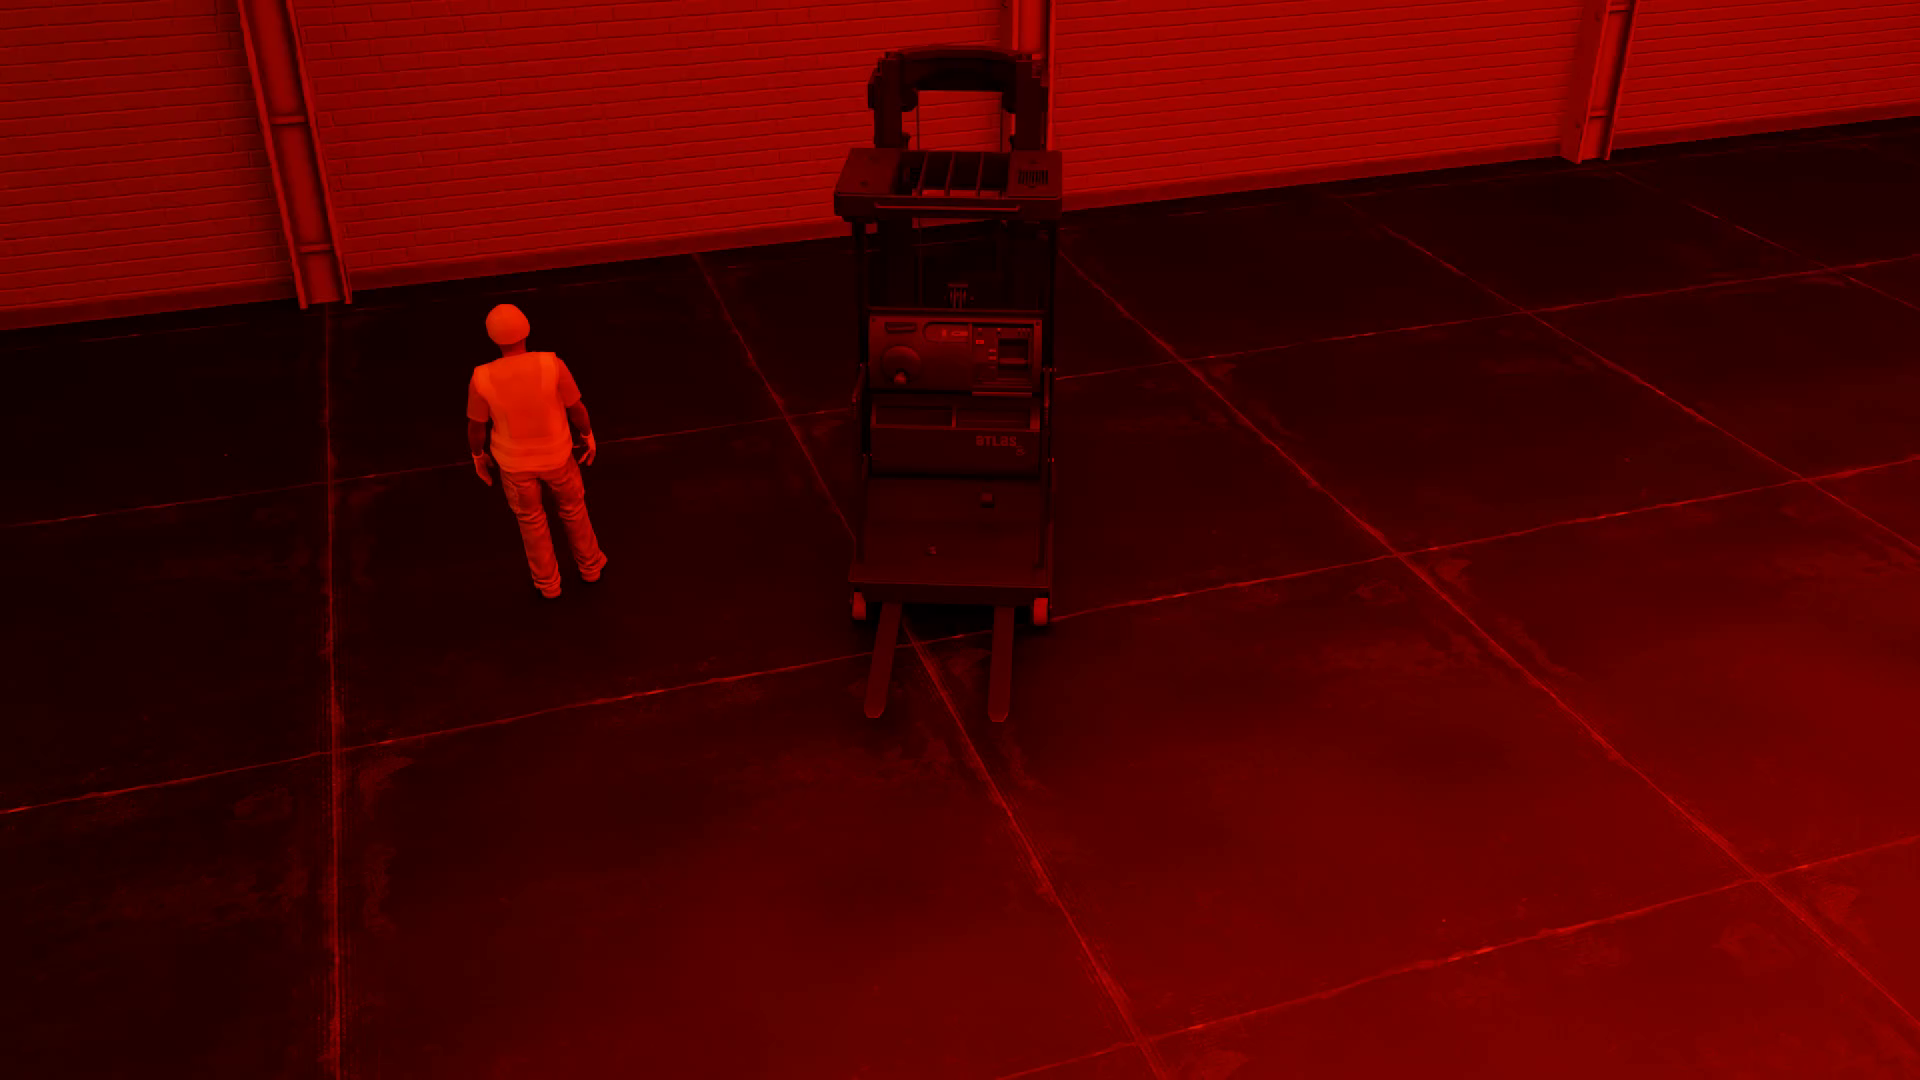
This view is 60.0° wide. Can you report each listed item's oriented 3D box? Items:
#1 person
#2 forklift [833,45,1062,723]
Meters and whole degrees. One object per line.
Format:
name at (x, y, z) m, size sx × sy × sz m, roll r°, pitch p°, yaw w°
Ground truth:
person at (-2.332, -0.505, 9.102) m, size 0.656 × 1.782 × 0.578 m, roll -8°, pitch 31°, yaw -13°
forklift at (-0.036, -0.959, 8.755) m, size 1.130 × 2.935 × 3.031 m, roll 2°, pitch 30°, yaw 3°
